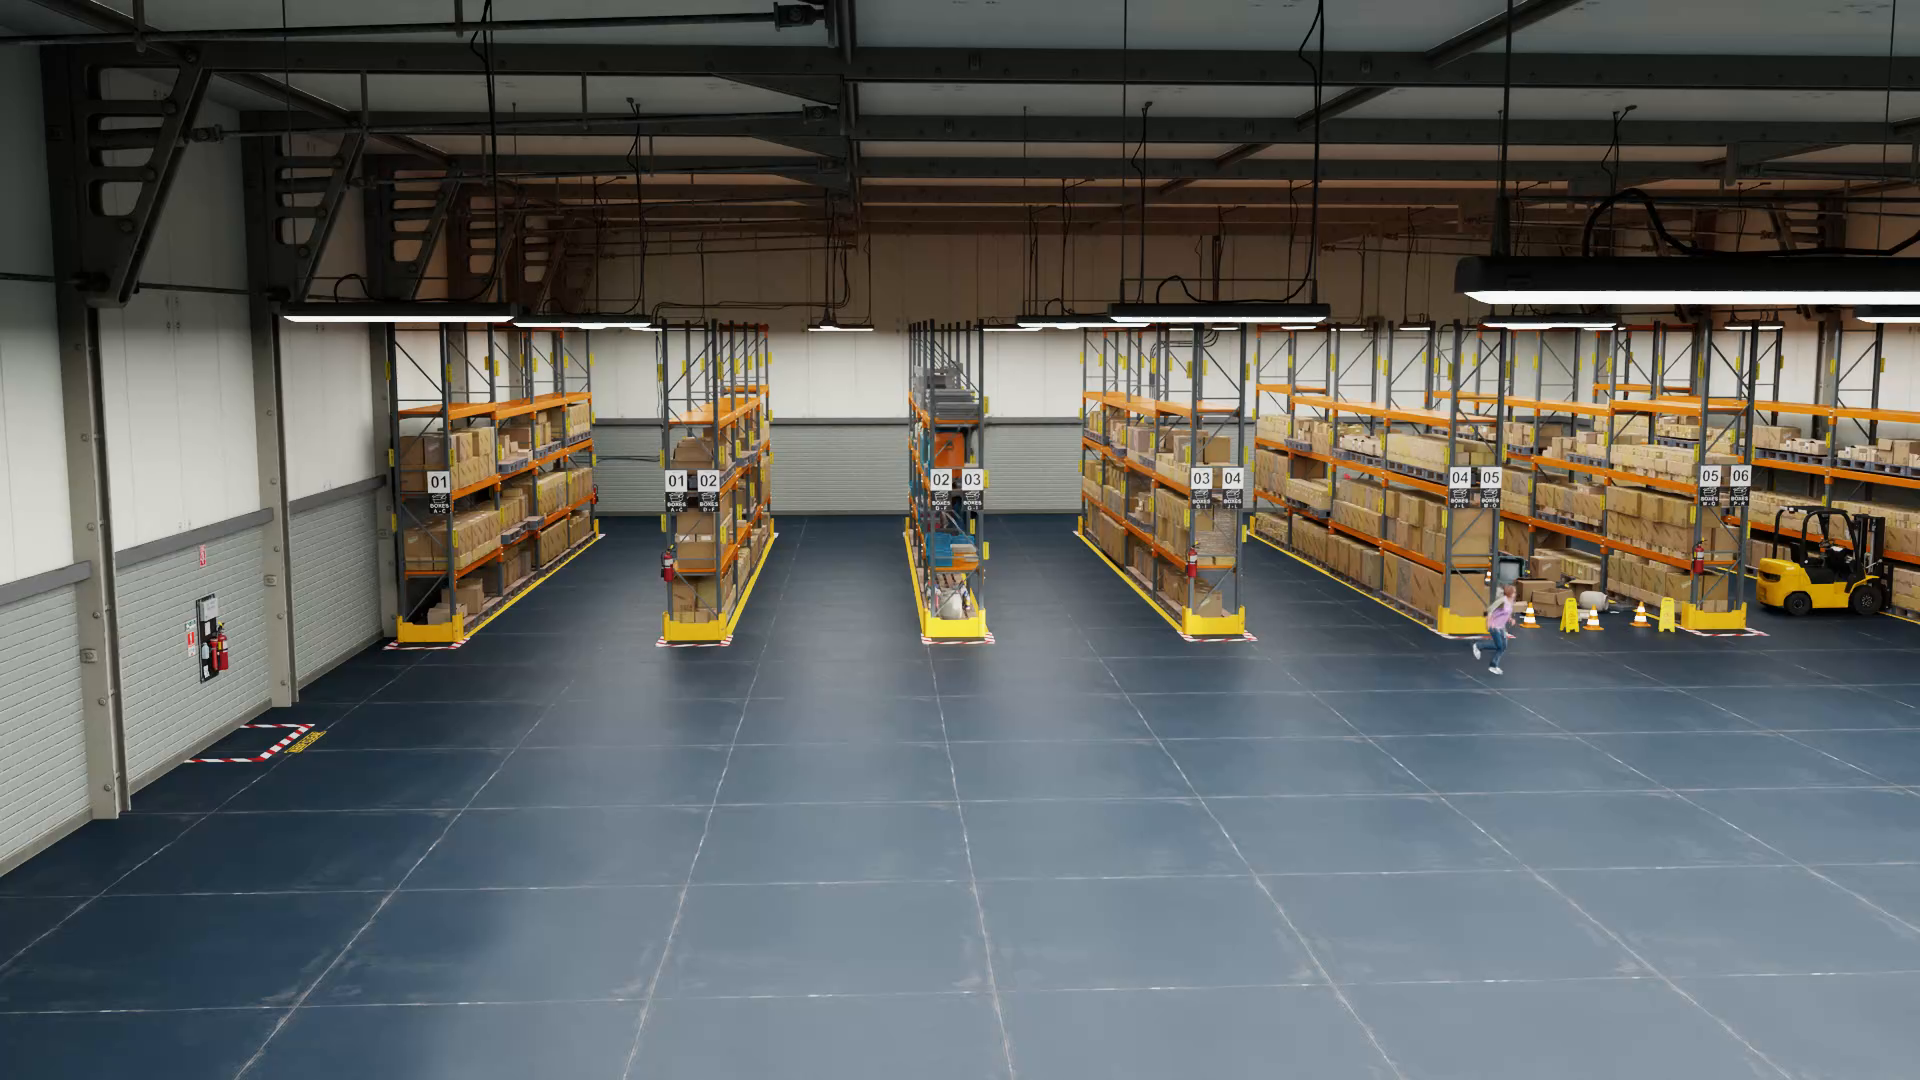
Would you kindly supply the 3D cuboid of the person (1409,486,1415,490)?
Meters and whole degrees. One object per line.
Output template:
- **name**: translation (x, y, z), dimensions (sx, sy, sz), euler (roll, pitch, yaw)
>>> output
- **person**: translation (14.171, -1.429, 50.888), dimensions (0.849, 1.765, 0.683), euler (-3, 8, -26)

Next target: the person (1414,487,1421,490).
- **person**: translation (13.878, -1.212, 49.528), dimensions (0.702, 1.734, 0.579), euler (2, 7, 15)

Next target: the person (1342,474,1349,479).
- **person**: translation (10.905, -0.957, 47.065), dimensions (0.676, 1.804, 0.821), euler (0, 7, -2)

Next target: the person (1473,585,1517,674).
- **person**: translation (9.100, 1.502, 28.289), dimensions (0.717, 1.537, 0.532), euler (6, 9, 38)
